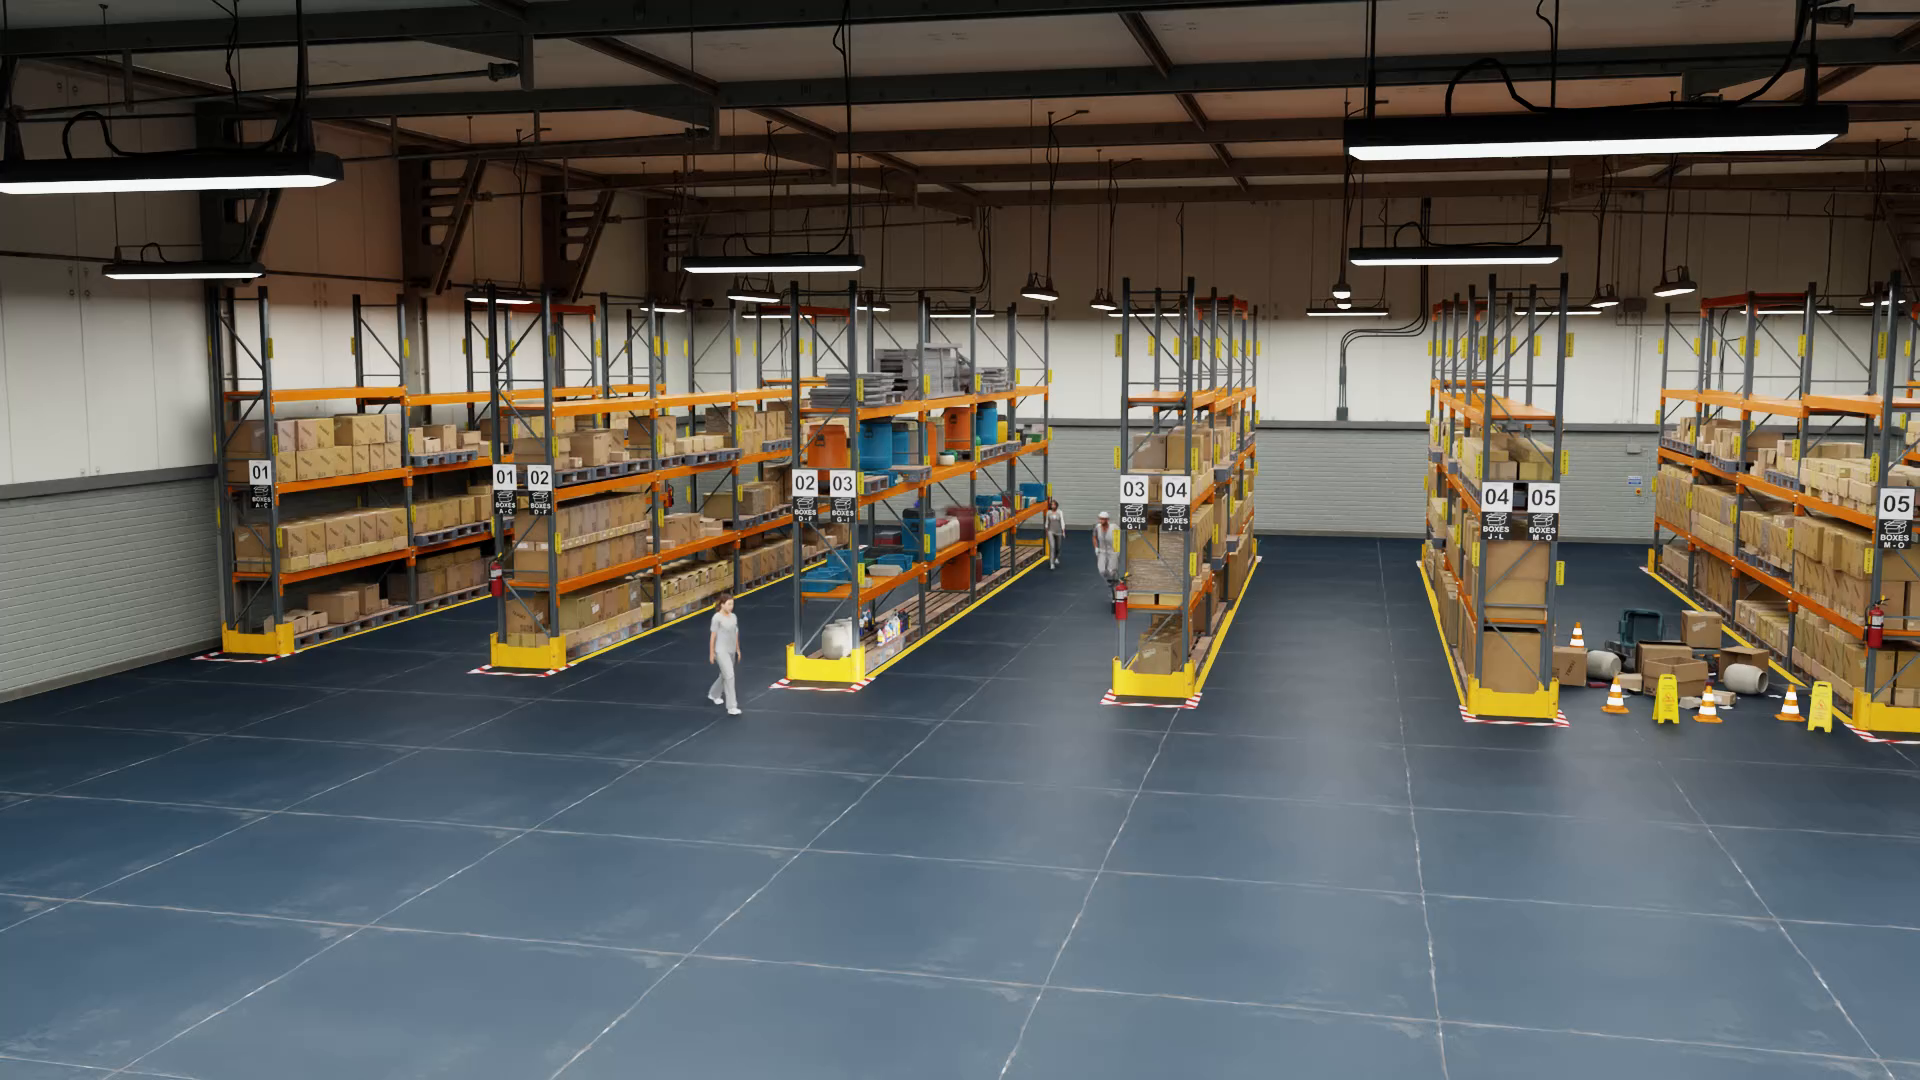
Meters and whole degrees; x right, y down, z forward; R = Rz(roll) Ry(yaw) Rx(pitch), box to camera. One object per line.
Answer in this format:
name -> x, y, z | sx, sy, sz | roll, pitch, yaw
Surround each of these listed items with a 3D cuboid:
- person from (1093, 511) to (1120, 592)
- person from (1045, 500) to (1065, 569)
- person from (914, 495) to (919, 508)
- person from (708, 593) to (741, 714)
person -> 2.945, 0.237, 32.851 | 0.695, 1.648, 0.667 | 2, 7, 21
person -> 2.167, -0.152, 37.986 | 0.429, 1.556, 0.899 | 0, 7, -3
person -> -0.942, -0.349, 39.454 | 0.426, 1.660, 0.517 | -5, 8, -35
person -> -3.270, 1.546, 23.057 | 0.882, 1.640, 0.454 | 4, 8, 34
